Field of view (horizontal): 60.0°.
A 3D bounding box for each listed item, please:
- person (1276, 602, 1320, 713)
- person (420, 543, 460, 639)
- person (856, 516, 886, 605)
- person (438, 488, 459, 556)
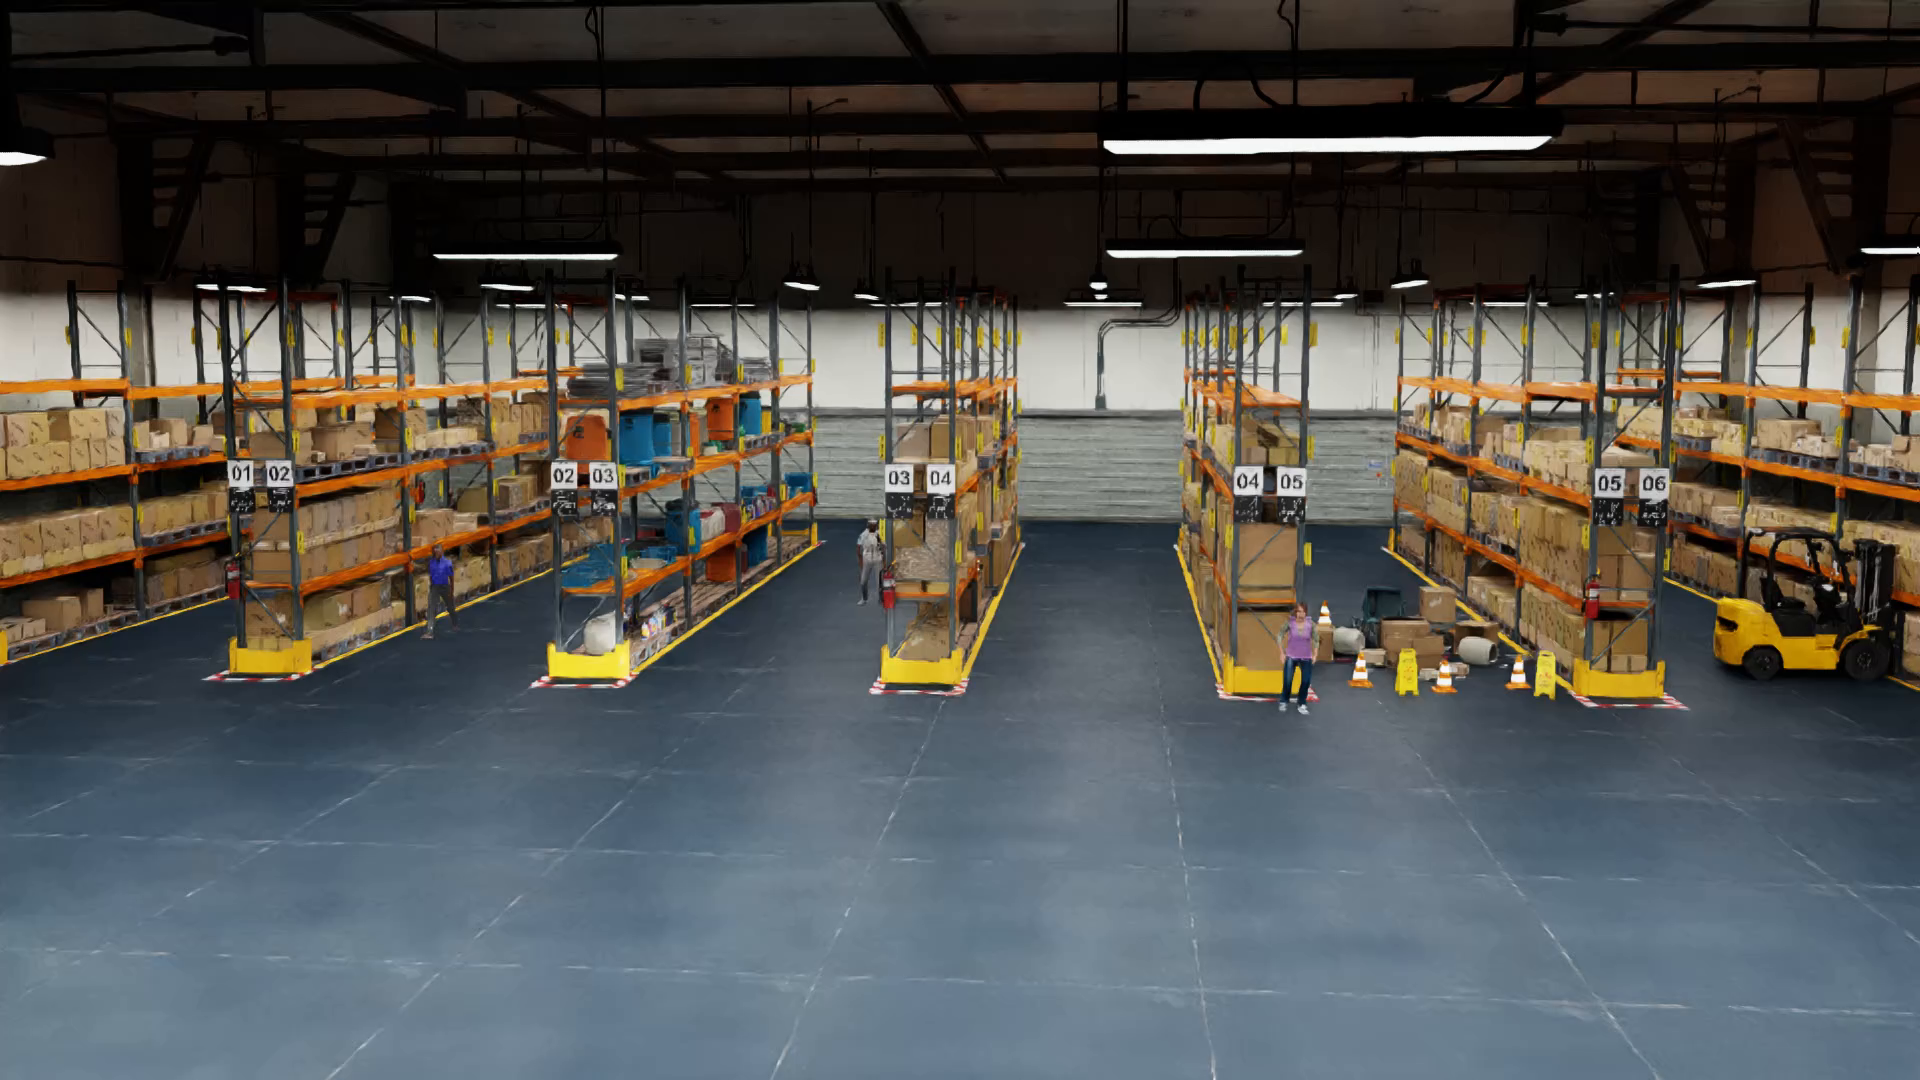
[{"bbox_3d":[4.499,1.560,22.174,0.566,1.541,0.519,0,7,4],"label":"person"},{"bbox_3d":[-8.681,0.830,27.835,0.445,1.574,1.081,0,7,3],"label":"person"},{"bbox_3d":[-1.543,0.355,29.485,0.592,1.608,0.532,0,7,3],"label":"person"},{"bbox_3d":[-11.028,-0.241,35.805,0.551,1.782,0.636,5,8,34],"label":"person"}]
